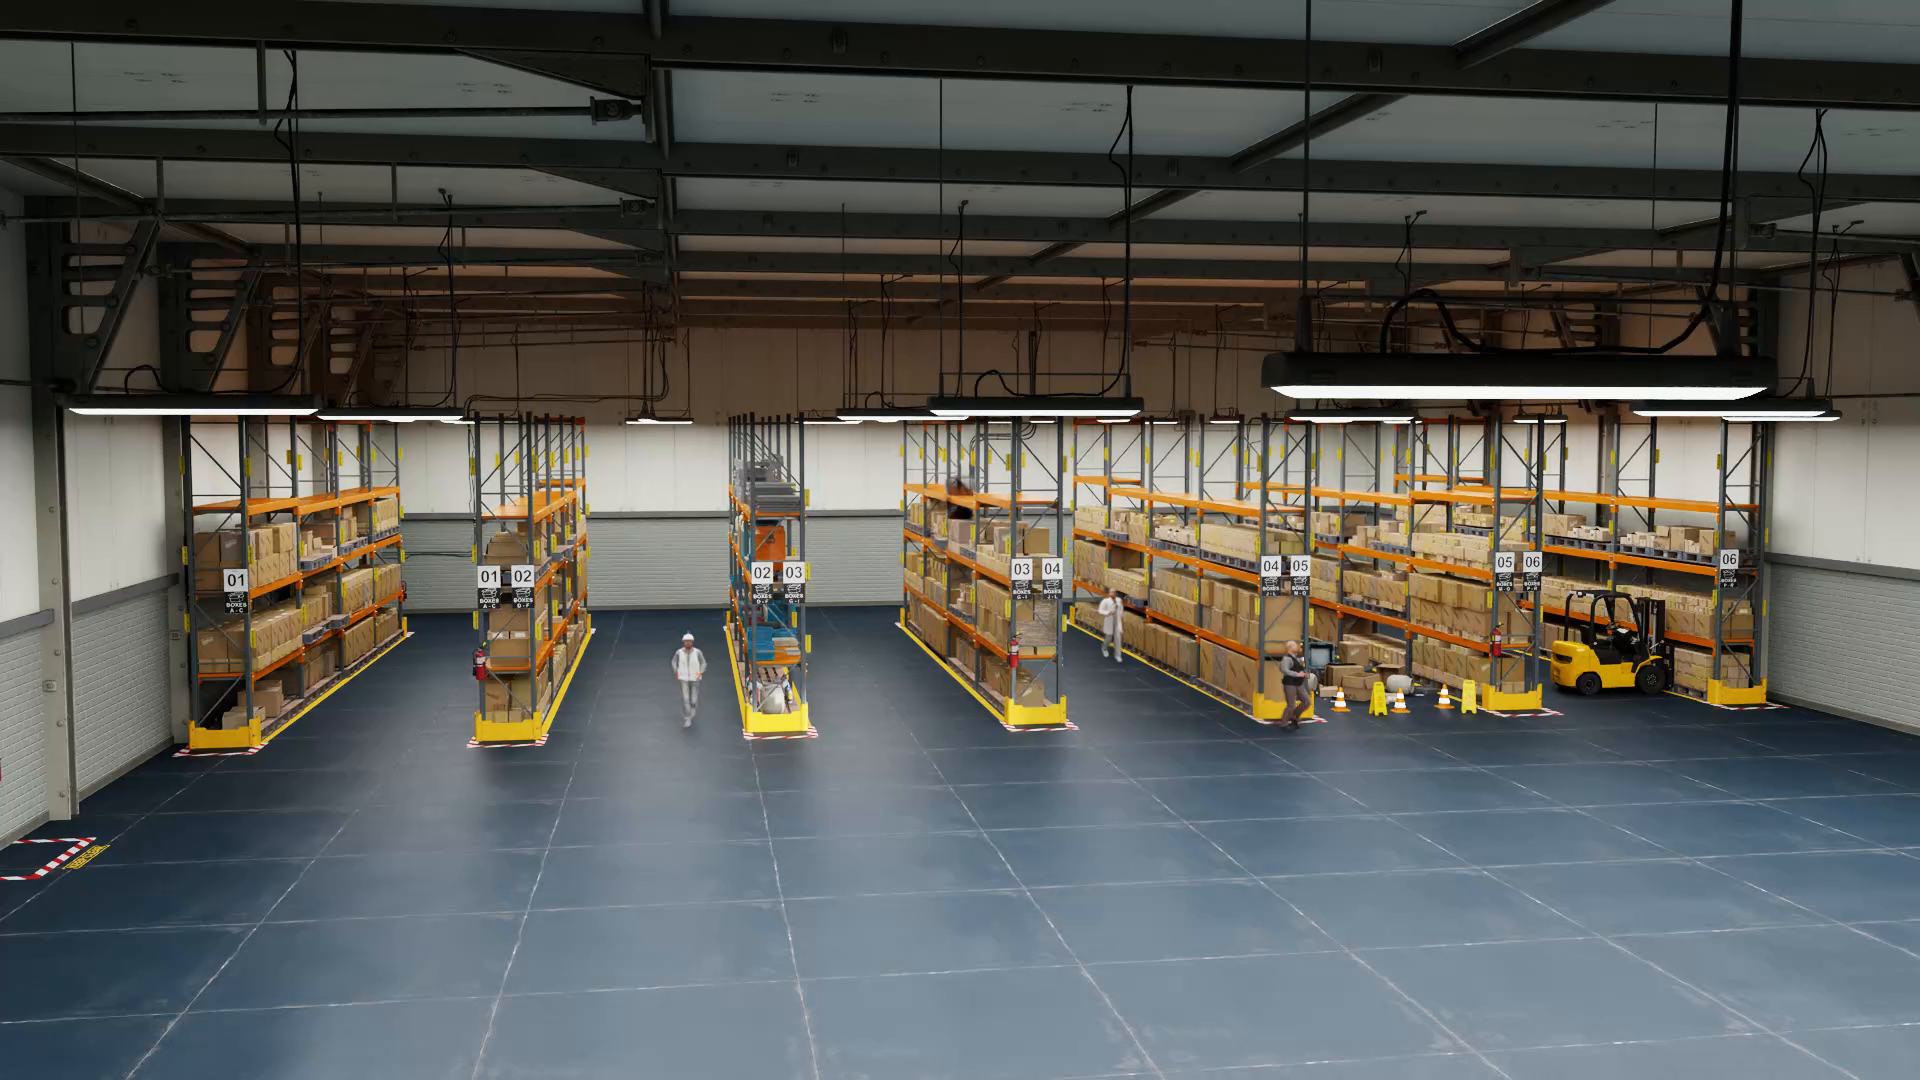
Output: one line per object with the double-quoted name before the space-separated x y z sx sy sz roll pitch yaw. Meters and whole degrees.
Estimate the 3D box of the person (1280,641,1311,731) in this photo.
"person" 6.311 2.747 31.252 0.614 1.705 0.719 3 5 39

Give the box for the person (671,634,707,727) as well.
"person" -5.233 2.676 32.115 0.677 1.759 0.773 -1 4 -11

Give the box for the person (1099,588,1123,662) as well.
"person" 3.720 2.044 40.554 0.714 1.763 1.082 -1 4 -16
